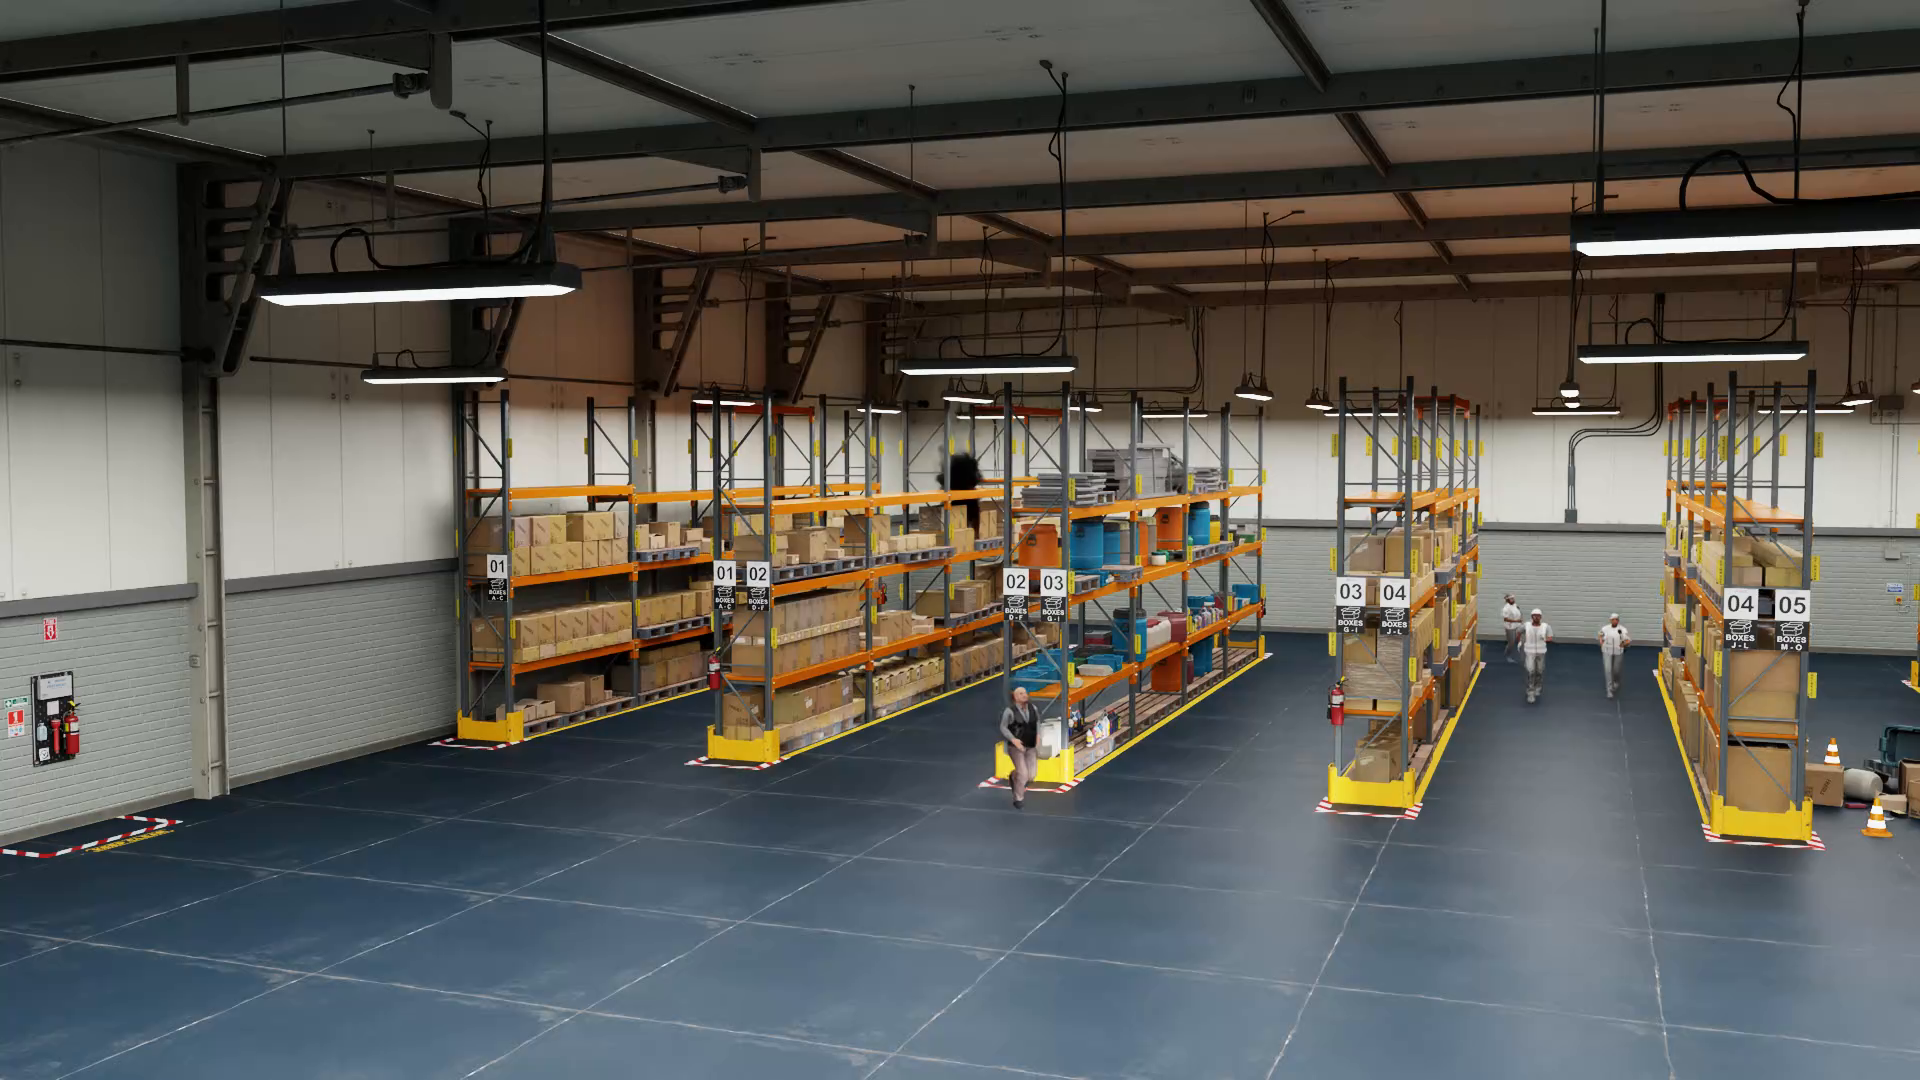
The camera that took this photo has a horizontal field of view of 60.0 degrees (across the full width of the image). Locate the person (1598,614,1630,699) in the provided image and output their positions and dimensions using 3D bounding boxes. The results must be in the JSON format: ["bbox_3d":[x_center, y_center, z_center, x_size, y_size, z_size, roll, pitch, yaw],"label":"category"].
[{"bbox_3d":[13.226,2.323,33.648,0.607,1.678,0.871,1,3,21],"label":"person"}]

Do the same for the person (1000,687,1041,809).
[{"bbox_3d":[0.852,2.891,23.248,0.678,1.701,0.659,-2,4,-27],"label":"person"}]

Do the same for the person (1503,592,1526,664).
[{"bbox_3d":[12.736,2.053,38.288,0.572,1.707,0.810,-2,4,-27],"label":"person"}]

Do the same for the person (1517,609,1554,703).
[{"bbox_3d":[11.431,2.275,33.047,0.668,1.827,0.861,1,3,11],"label":"person"}]
